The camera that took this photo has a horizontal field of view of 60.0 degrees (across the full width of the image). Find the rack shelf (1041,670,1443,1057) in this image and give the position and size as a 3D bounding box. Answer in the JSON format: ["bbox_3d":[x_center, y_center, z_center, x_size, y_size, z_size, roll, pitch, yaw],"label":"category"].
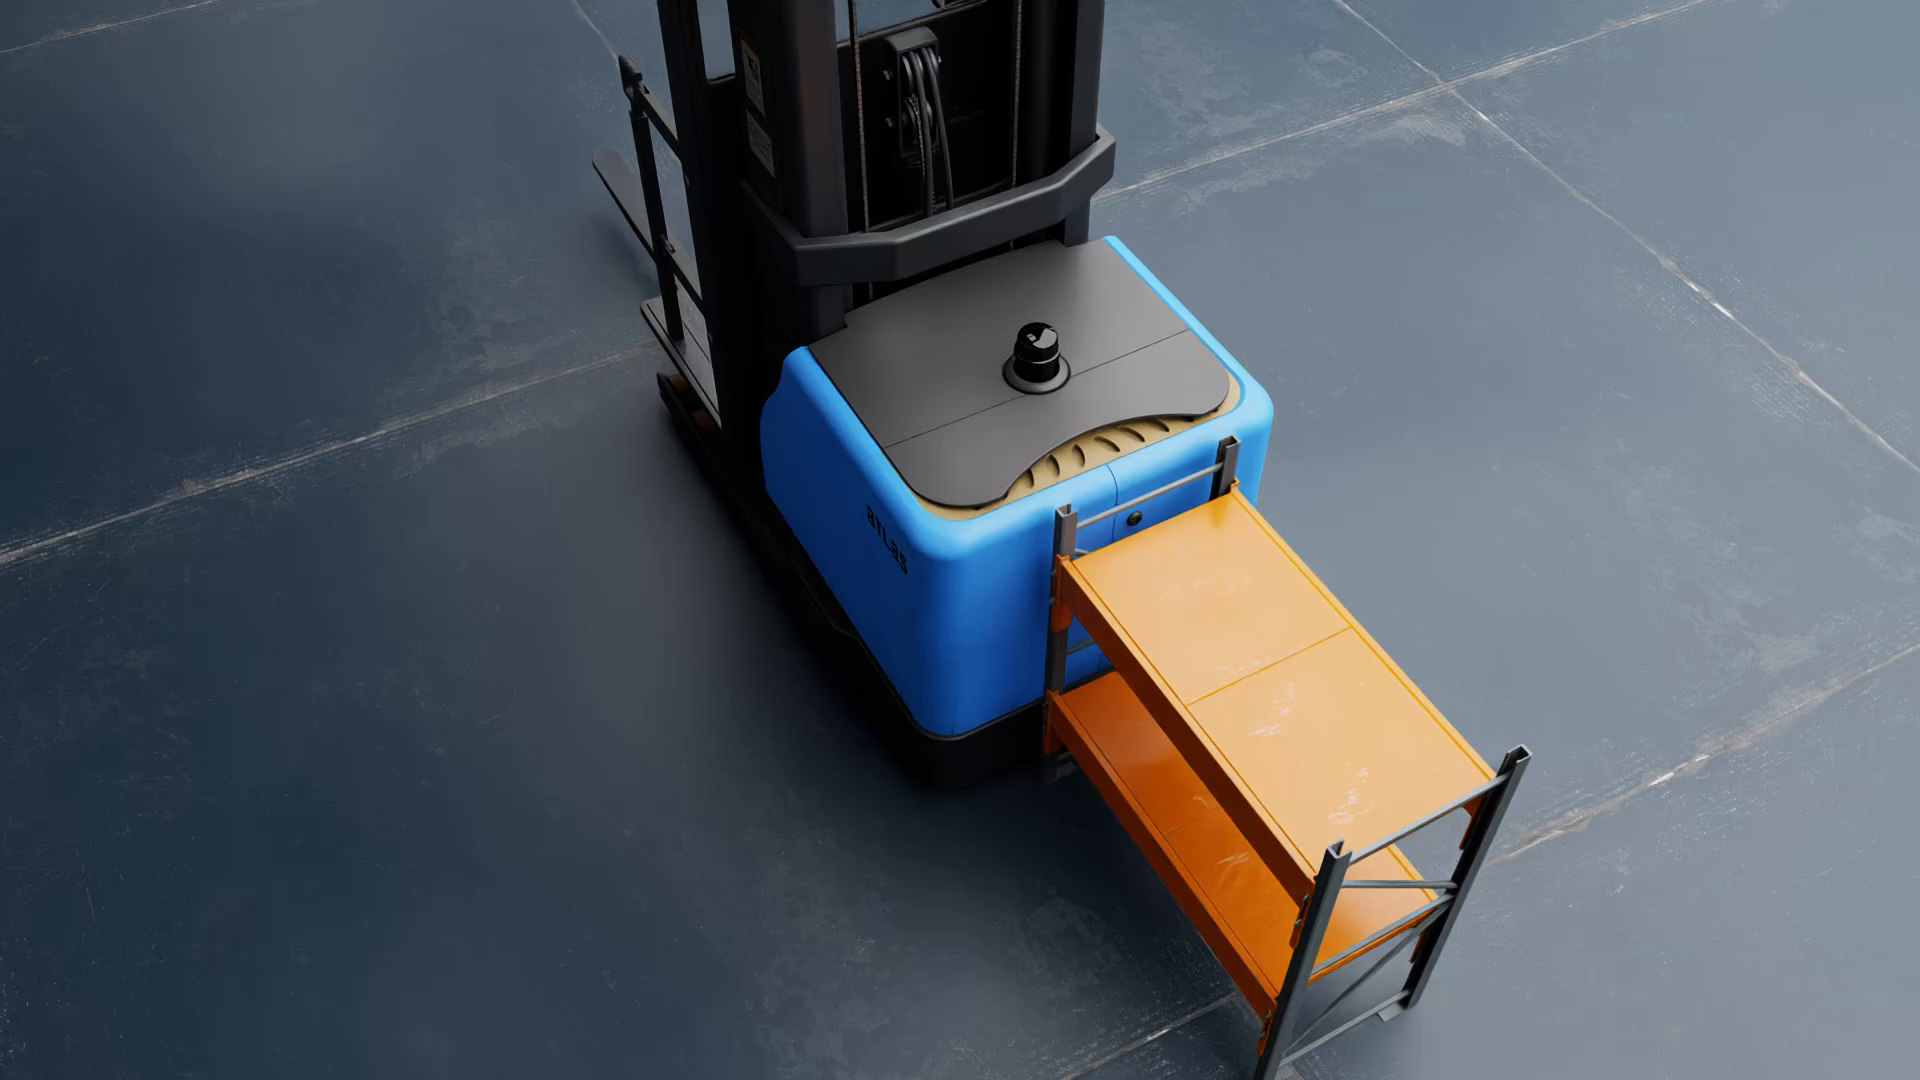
[{"bbox_3d":[0.691,0.713,4.204,0.538,0.278,1.000,-23,53,-19],"label":"rack shelf"}]

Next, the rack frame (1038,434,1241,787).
[{"bbox_3d":[0.444,0.218,4.312,0.500,1.125,0.032,-23,53,-19],"label":"rack frame"}]

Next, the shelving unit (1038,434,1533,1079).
[{"bbox_3d":[0.691,0.552,4.020,0.538,1.125,1.048,-23,53,-19],"label":"shelving unit"}]

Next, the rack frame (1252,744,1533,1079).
[{"bbox_3d":[0.938,0.887,3.727,0.500,1.125,0.032,-23,53,-19],"label":"rack frame"}]

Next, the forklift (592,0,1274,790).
[{"bbox_3d":[-0.351,-1.392,4.520,1.130,2.935,3.031,-23,53,-19],"label":"forklift"}]

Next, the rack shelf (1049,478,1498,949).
[{"bbox_3d":[0.691,0.359,3.800,0.538,0.278,1.000,-23,53,-19],"label":"rack shelf"}]
